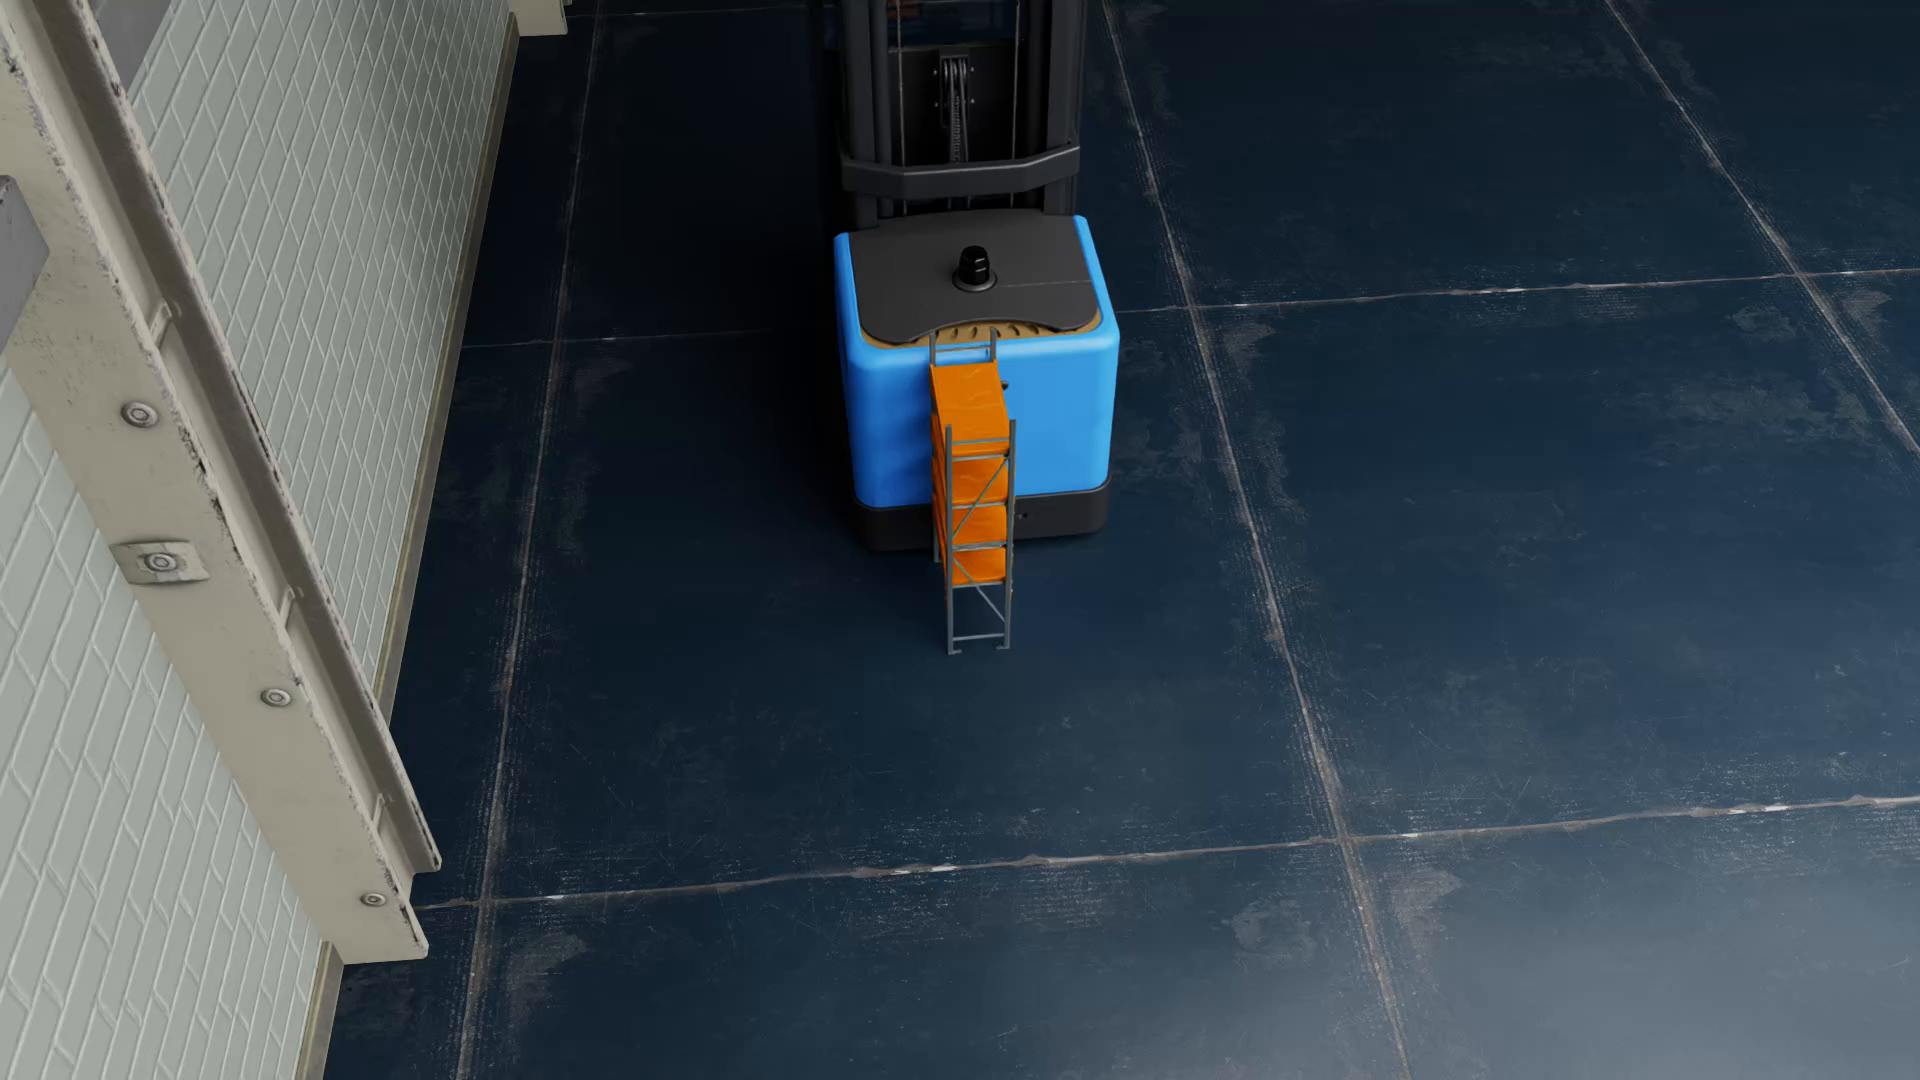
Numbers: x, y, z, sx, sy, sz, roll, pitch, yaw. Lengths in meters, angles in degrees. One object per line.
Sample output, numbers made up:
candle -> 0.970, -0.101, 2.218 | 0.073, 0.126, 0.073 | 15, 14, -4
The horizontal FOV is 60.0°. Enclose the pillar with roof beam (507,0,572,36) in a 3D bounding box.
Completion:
pillar with roof beam -> 1.833, -6.433, 6.781 | 9.100, 9.000, 0.400 | -3, 47, -3

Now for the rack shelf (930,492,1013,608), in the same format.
rack shelf -> 0.041, 0.025, 6.403 | 0.258, 0.148, 0.480 | -5, 47, -5

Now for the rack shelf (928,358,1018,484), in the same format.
rack shelf -> 0.041, -0.428, 5.924 | 0.258, 0.148, 0.480 | -5, 47, -5

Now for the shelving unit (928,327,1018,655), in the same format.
shelving unit -> 0.041, -0.158, 6.210 | 0.258, 1.200, 0.503 | -5, 47, -5

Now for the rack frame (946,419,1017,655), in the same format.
rack frame -> 0.071, 0.018, 6.043 | 0.240, 1.200, 0.015 | -5, 47, -5

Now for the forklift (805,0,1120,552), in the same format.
forklift -> -0.083, -2.040, 6.800 | 1.130, 2.935, 3.031 | -5, 47, -5

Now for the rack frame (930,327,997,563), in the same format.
rack frame -> 0.011, -0.334, 6.376 | 0.240, 1.200, 0.015 | -5, 47, -5

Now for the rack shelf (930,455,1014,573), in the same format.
rack shelf -> 0.041, -0.112, 6.259 | 0.258, 0.148, 0.480 | -5, 47, -5

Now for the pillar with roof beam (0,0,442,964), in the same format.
pillar with roof beam -> 2.335, -2.092, 2.670 | 9.100, 9.000, 0.400 | -3, 47, -3

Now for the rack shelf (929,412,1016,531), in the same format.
rack shelf -> 0.041, -0.266, 6.096 | 0.258, 0.148, 0.480 | -5, 47, -5
